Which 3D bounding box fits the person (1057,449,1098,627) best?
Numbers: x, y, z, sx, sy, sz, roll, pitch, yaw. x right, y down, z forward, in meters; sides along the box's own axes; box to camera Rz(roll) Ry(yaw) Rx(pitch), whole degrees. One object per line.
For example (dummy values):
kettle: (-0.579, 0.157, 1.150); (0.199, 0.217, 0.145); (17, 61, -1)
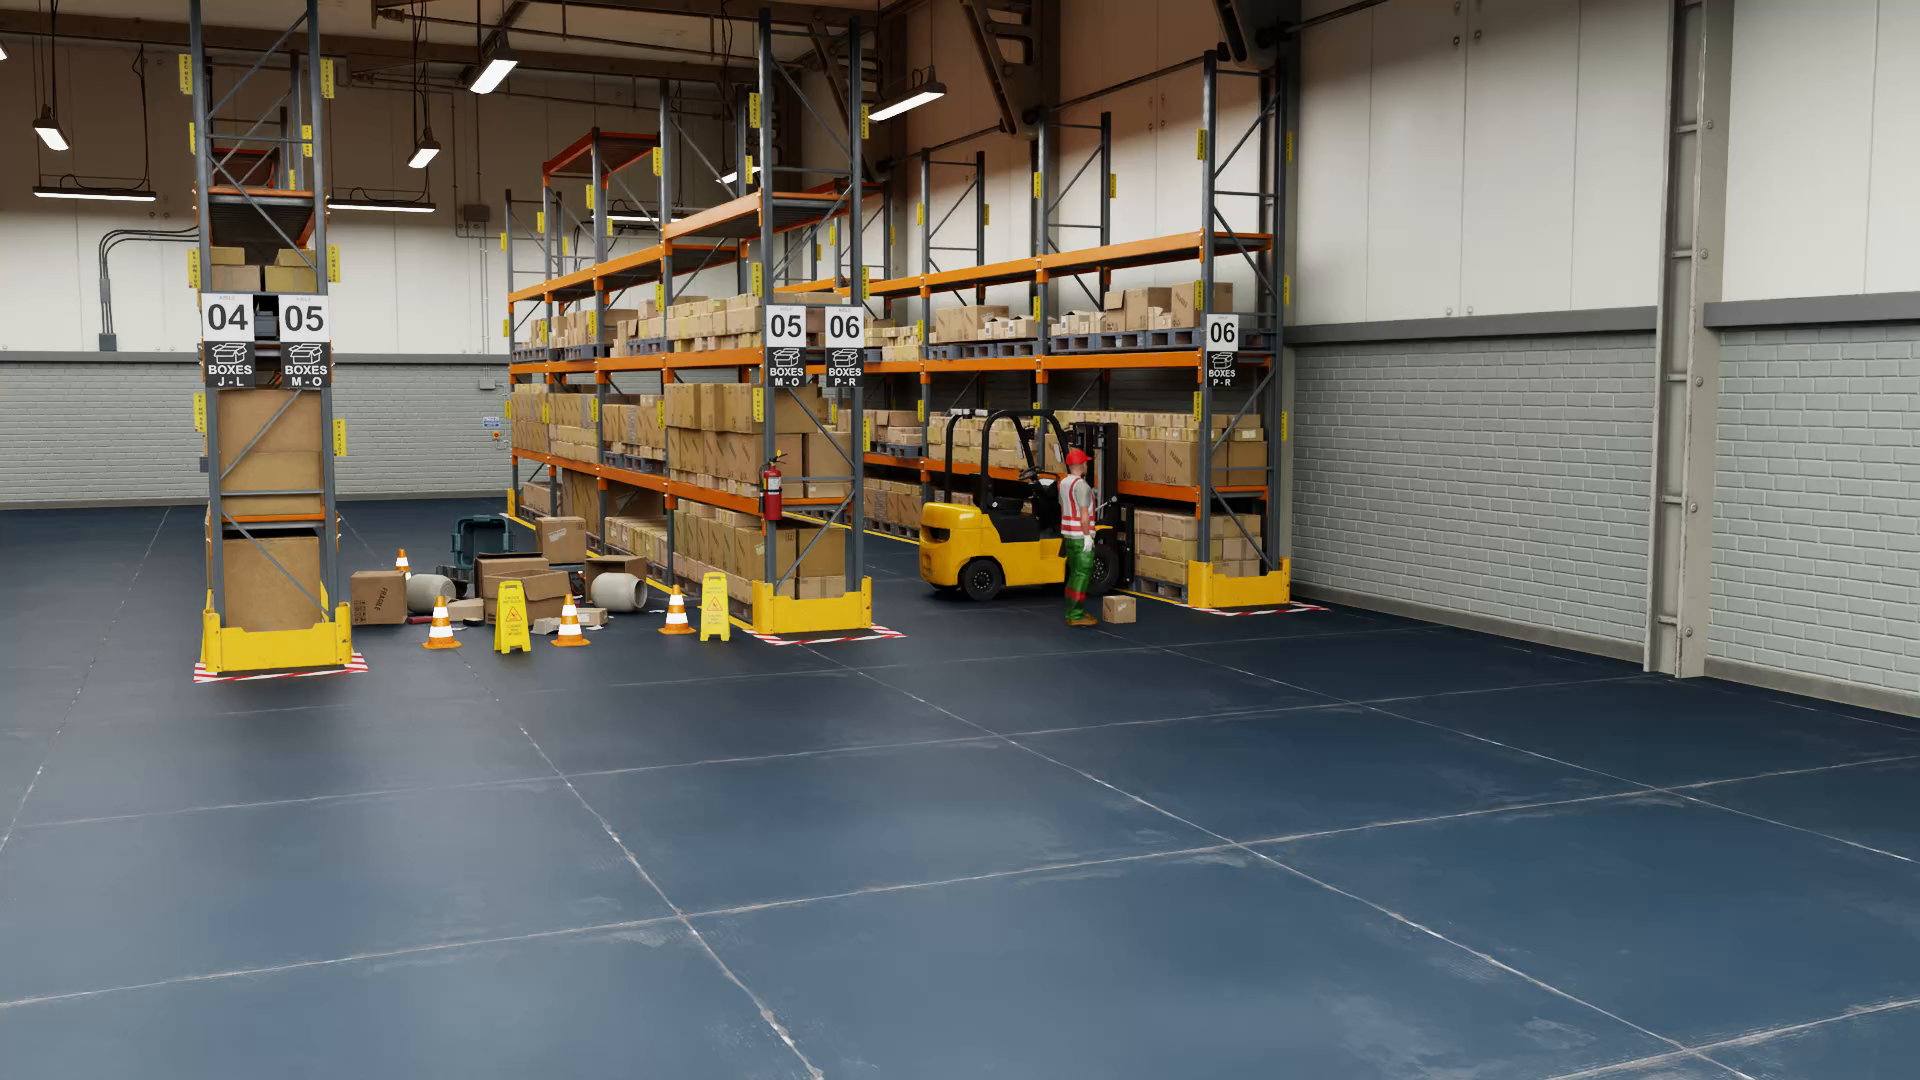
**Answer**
person: (1.224, -0.030, 16.919); (0.380, 1.790, 0.524); (-2, 6, -22)
